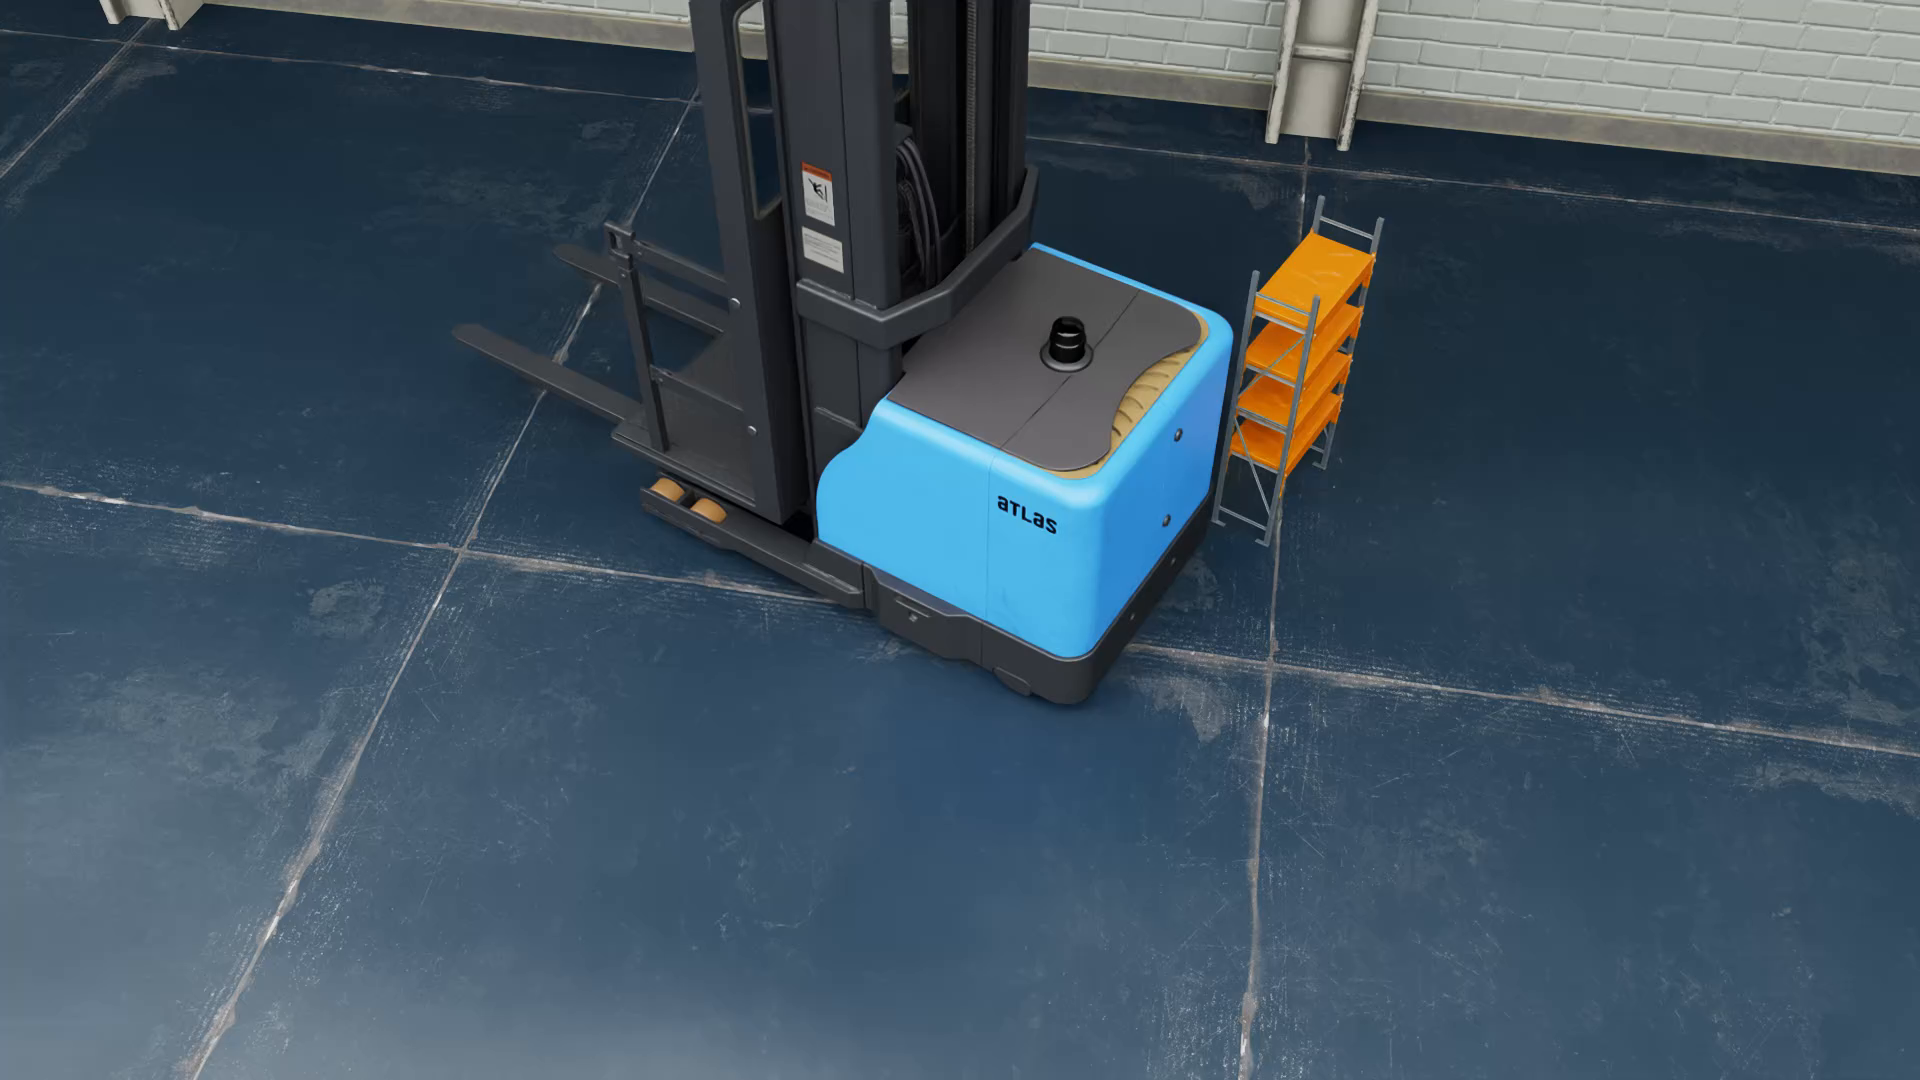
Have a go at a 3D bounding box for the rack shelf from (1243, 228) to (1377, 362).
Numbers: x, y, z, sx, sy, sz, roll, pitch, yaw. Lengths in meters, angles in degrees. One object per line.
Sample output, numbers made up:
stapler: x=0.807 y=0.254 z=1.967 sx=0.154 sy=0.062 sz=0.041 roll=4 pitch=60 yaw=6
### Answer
rack shelf: x=1.193 y=-0.840 z=5.670 sx=0.258 sy=0.148 sz=0.480 roll=27 pitch=53 yaw=22

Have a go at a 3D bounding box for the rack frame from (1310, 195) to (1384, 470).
rack frame: x=1.329 y=-0.728 z=6.097 sx=0.240 sy=1.200 sz=0.015 roll=27 pitch=53 yaw=22

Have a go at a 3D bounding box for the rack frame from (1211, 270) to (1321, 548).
rack frame: x=1.057 y=-0.427 z=5.827 sx=0.240 sy=1.200 sz=0.015 roll=27 pitch=53 yaw=22

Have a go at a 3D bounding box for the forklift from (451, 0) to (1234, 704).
forklift: x=-0.601 y=-1.277 z=5.427 sx=3.031 sy=2.935 sz=1.130 roll=25 pitch=53 yaw=21

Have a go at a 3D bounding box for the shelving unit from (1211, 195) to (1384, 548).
shelving unit: x=1.193 y=-0.577 z=5.962 sx=0.258 sy=1.200 sz=0.503 roll=27 pitch=53 yaw=22

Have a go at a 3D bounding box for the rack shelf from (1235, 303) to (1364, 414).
rack shelf: x=1.193 y=-0.682 z=5.846 sx=0.258 sy=0.148 sz=0.480 roll=27 pitch=53 yaw=22

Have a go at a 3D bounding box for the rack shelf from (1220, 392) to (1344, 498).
rack shelf: x=1.193 y=-0.400 z=6.160 sx=0.258 sy=0.148 sz=0.480 roll=27 pitch=53 yaw=22

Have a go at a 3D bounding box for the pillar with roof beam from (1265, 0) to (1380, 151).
pillar with roof beam: x=0.917 y=-1.846 z=1.859 sx=0.400 sy=9.000 sz=9.100 roll=8 pitch=49 yaw=7

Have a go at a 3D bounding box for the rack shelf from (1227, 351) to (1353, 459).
rack shelf: x=1.193 y=-0.532 z=6.012 sx=0.258 sy=0.148 sz=0.480 roll=27 pitch=53 yaw=22
